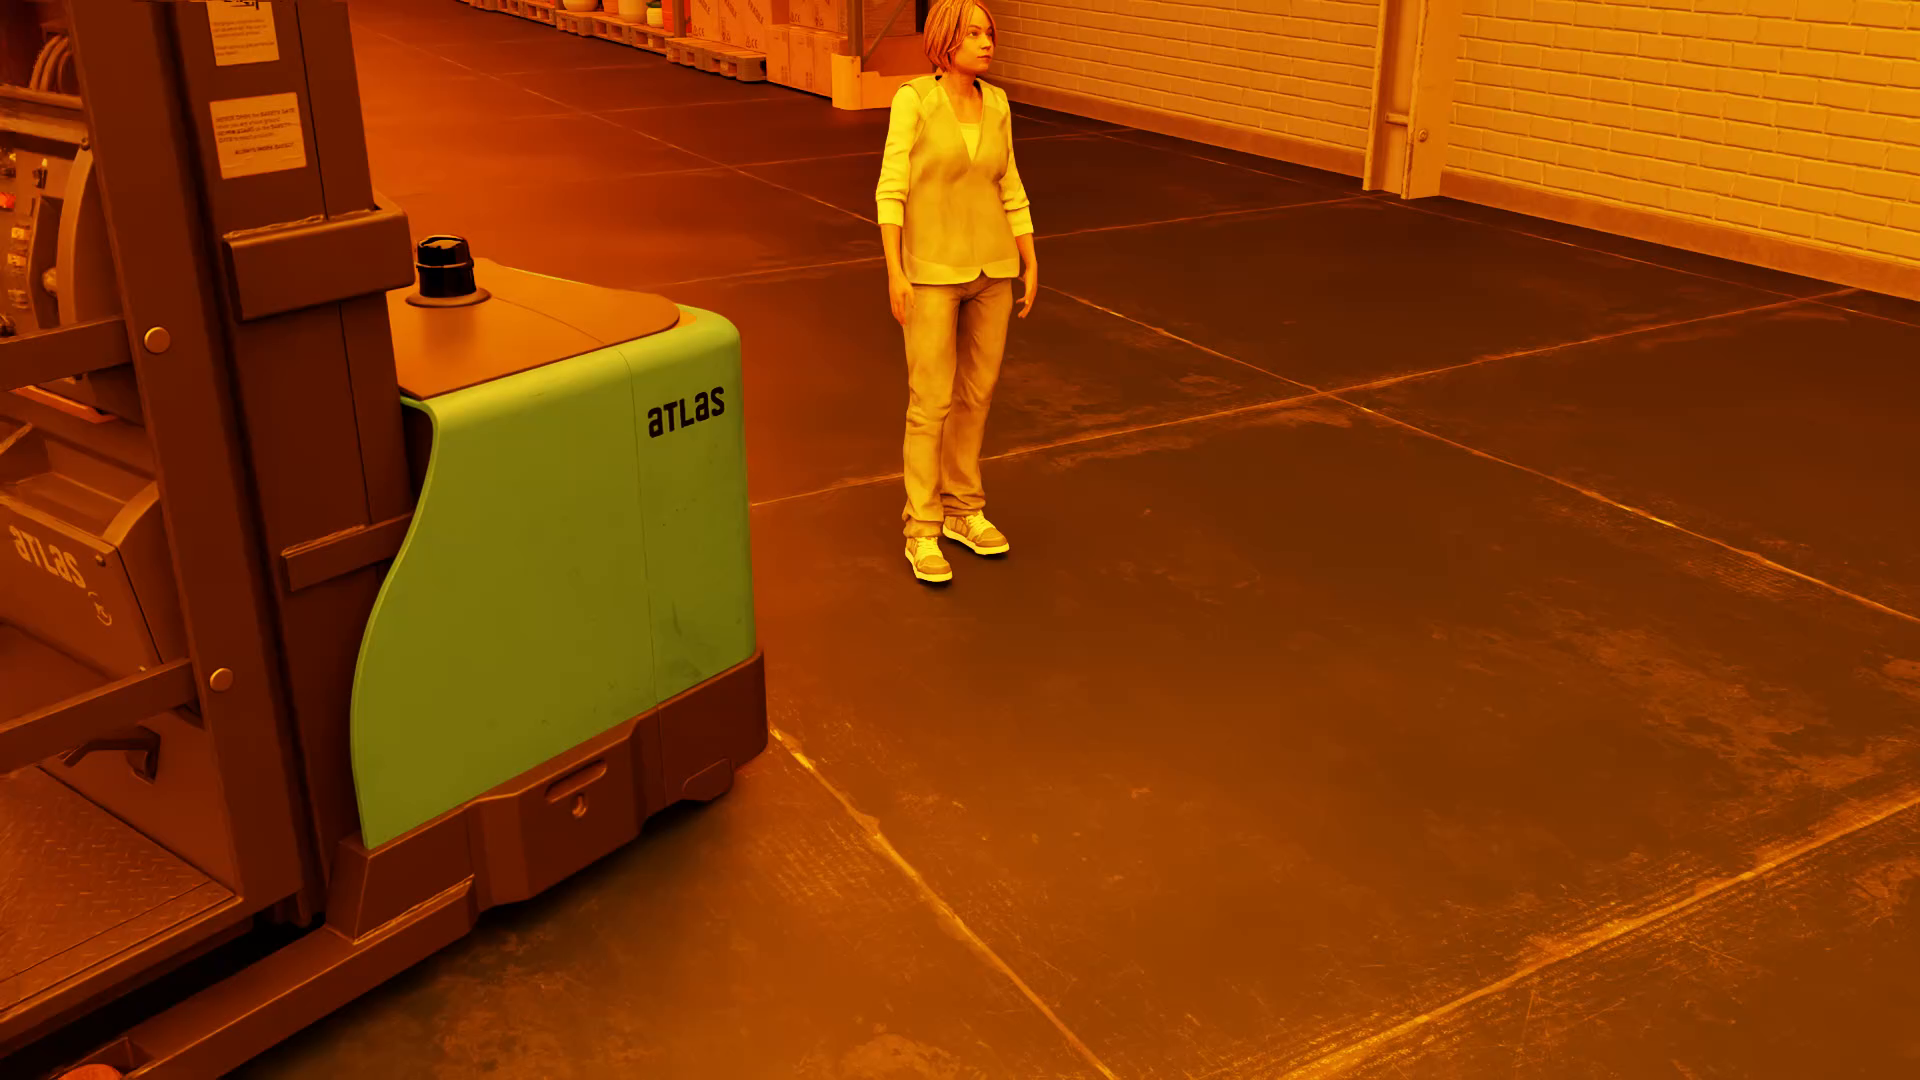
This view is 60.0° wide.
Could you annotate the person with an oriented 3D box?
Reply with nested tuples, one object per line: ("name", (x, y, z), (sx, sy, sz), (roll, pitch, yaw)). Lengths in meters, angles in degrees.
("person", (0.026, -0.718, 4.763), (0.521, 1.599, 0.473), (-12, 25, -28))

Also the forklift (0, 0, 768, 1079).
("forklift", (-1.734, -0.495, 2.480), (1.130, 2.935, 3.031), (16, 27, 34))
